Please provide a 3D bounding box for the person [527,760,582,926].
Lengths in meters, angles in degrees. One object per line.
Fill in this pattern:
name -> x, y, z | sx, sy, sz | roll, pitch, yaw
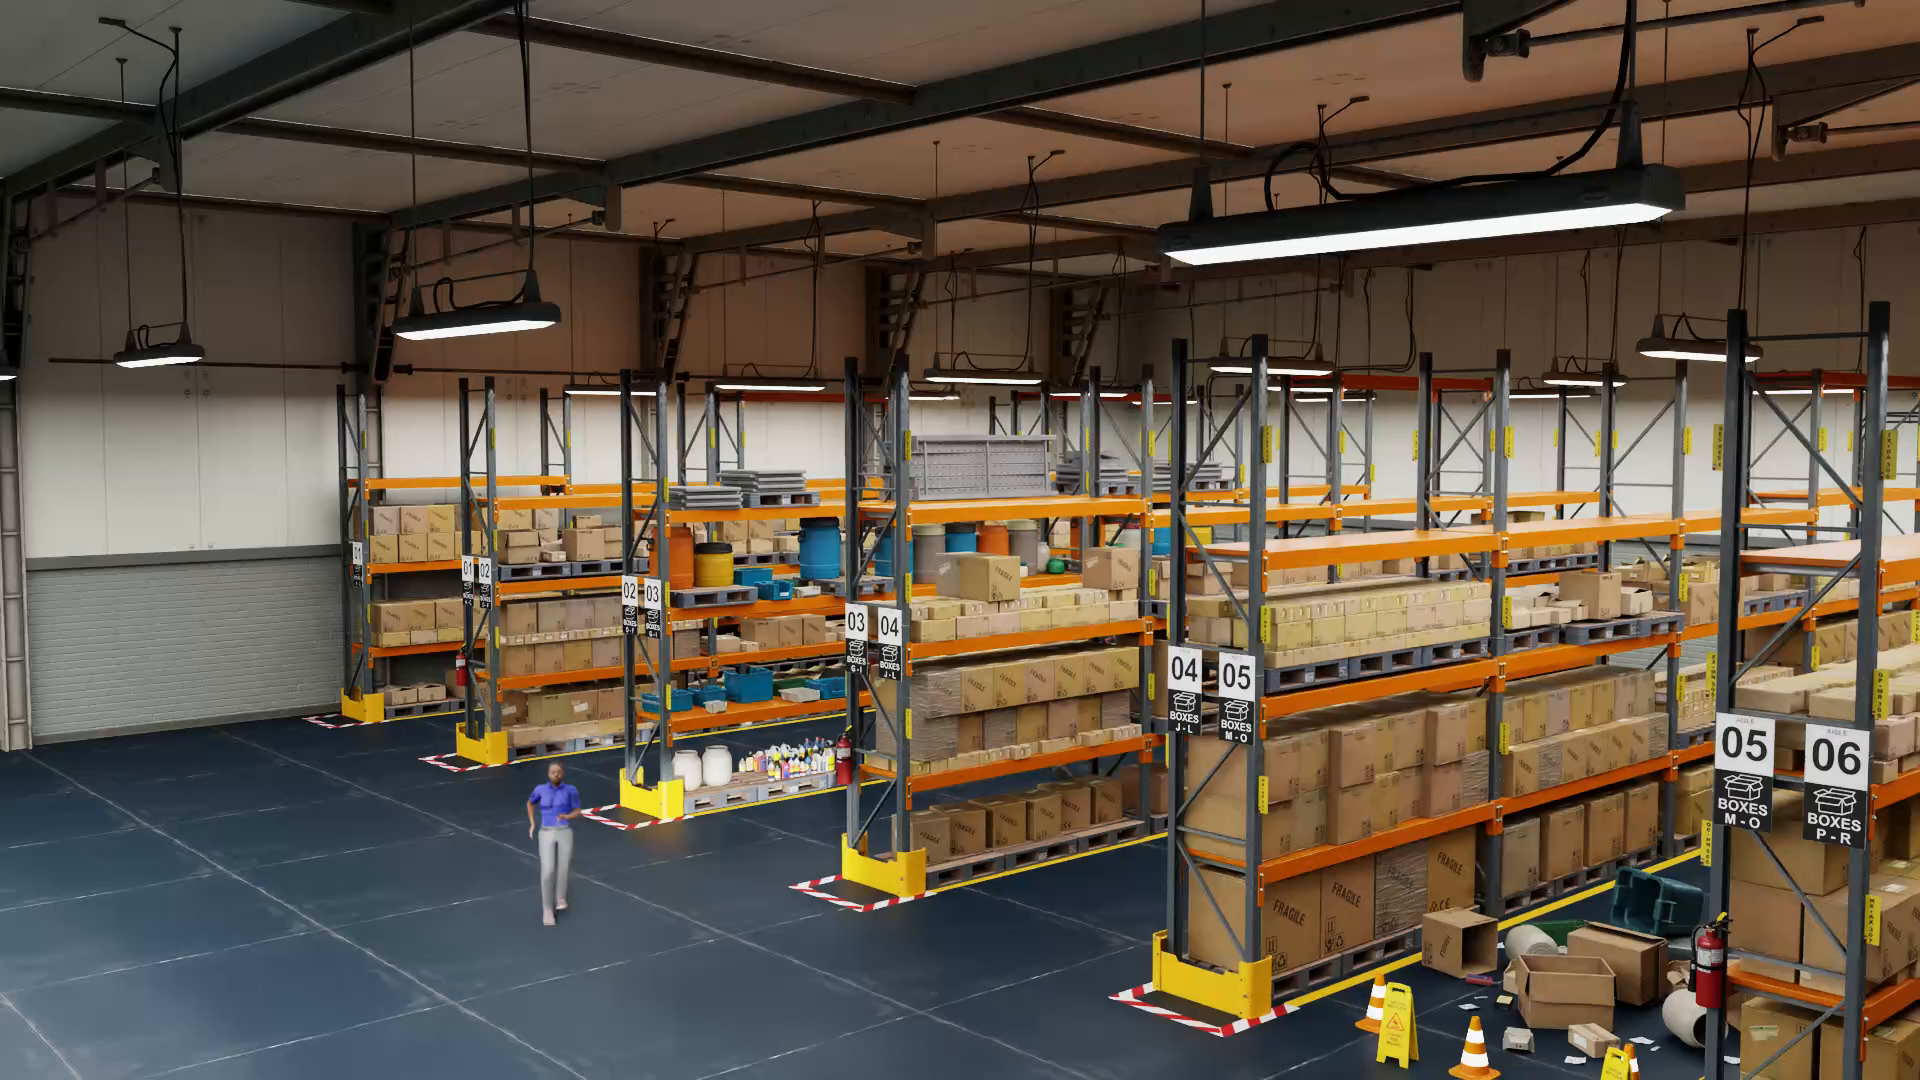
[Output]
person -> -4.282, 3.188, 17.595 | 0.541, 1.717, 0.744 | -1, 4, -19

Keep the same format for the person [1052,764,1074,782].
person -> 1.399, 2.769, 23.115 | 0.638, 1.748, 0.657 | -3, 5, -40
